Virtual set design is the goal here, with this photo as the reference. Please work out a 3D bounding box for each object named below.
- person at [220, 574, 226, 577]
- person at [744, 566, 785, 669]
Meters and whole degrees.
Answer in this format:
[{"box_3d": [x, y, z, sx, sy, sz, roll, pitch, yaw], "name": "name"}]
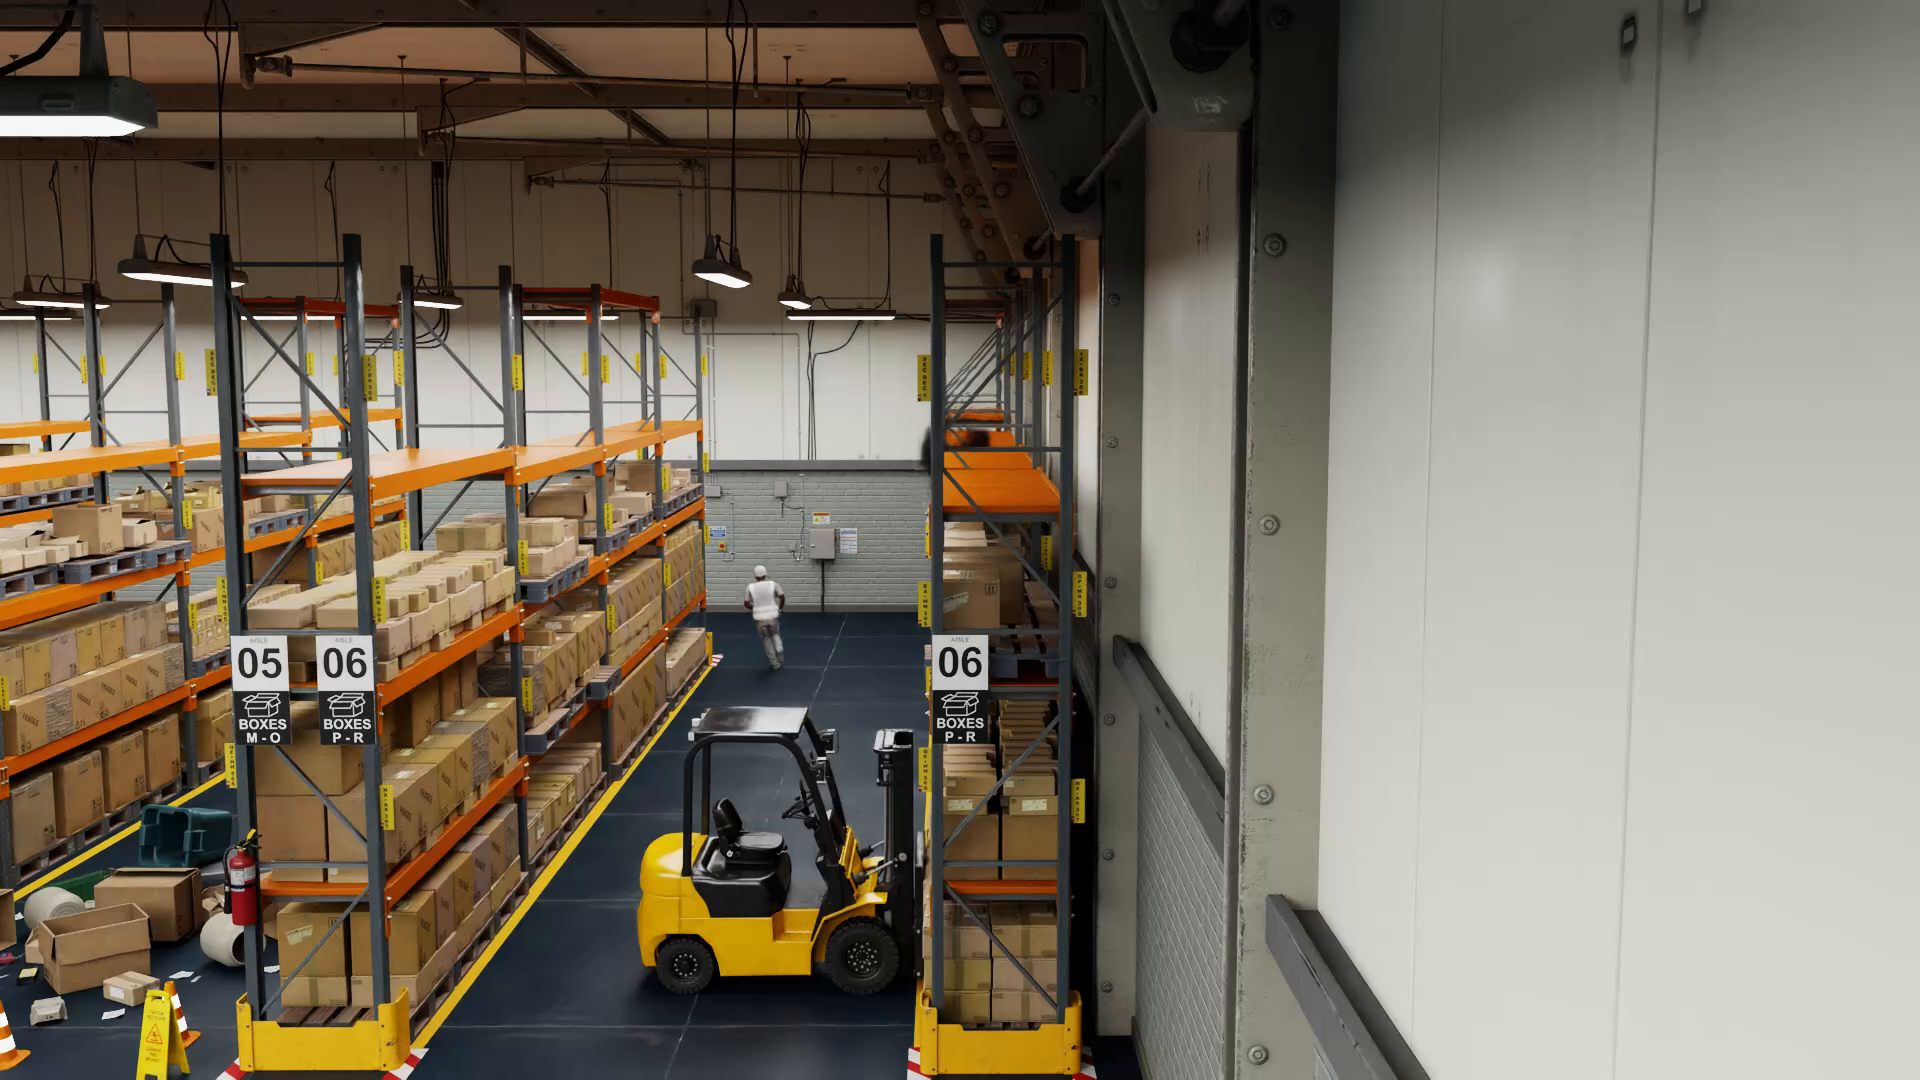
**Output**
[{"box_3d": [-11.541, 1.424, 26.217, 0.720, 1.813, 0.745, 0, 6, 4], "name": "person"}, {"box_3d": [-3.254, 1.280, 27.601, 0.672, 1.718, 0.571, -2, 7, -14], "name": "person"}]
